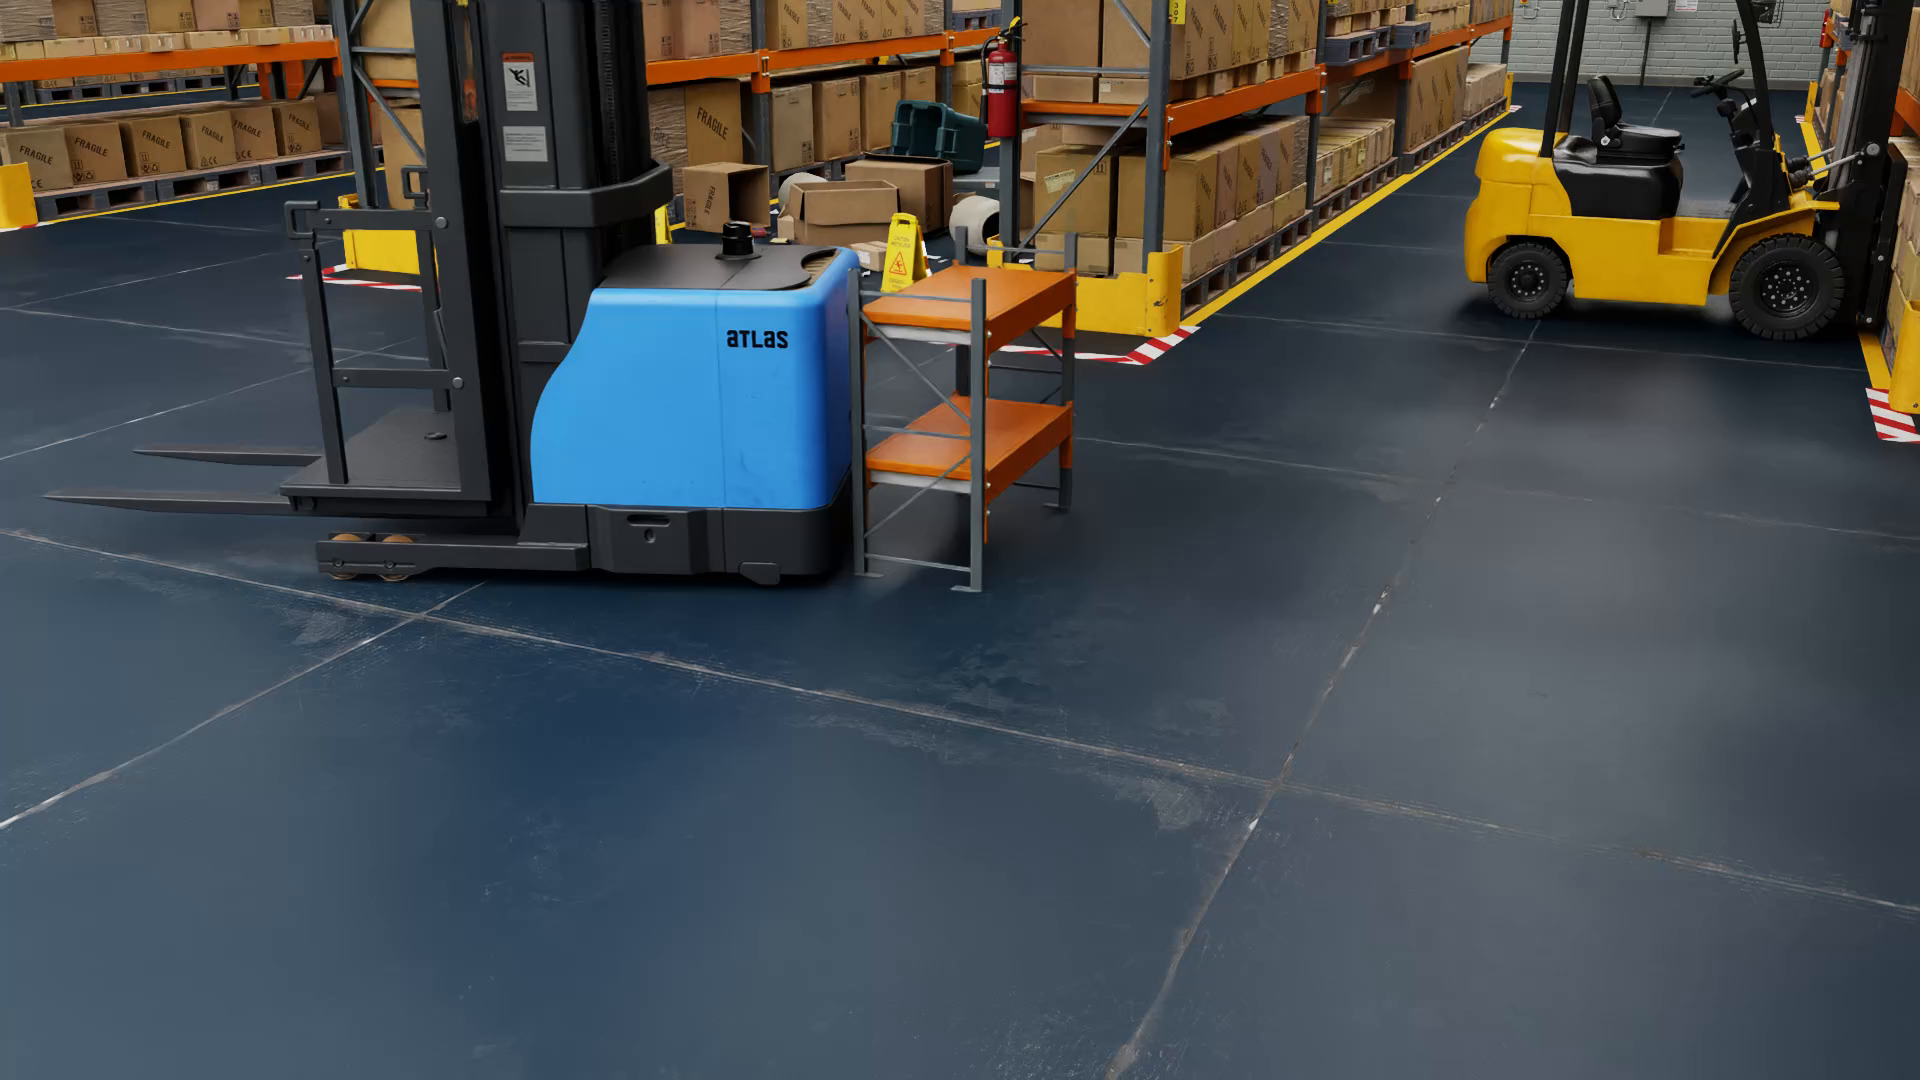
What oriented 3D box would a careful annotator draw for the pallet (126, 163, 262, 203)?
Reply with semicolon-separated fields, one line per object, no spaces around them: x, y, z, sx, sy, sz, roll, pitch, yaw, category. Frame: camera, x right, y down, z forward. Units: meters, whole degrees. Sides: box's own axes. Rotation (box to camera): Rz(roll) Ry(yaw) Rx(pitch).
-7.428;-3.397;15.706;1.003;0.211;1.213;9;21;23;pallet

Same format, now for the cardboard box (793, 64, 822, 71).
-2.699;-7.403;25.354;0.875;0.875;0.875;9;21;23;cardboard box

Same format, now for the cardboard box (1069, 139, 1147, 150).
1.017;-2.409;11.124;0.500;0.500;0.500;9;22;25;cardboard box

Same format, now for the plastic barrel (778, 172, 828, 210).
-1.268;-2.813;13.746;0.421;0.421;0.512;-9;22;-24;plastic barrel

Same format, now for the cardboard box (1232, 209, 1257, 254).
1.727;-2.147;11.507;0.500;0.250;0.500;10;22;26;cardboard box

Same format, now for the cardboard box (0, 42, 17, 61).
-7.991;-4.009;13.639;0.380;0.149;0.250;9;21;23;cardboard box

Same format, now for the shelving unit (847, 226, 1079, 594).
0.035;-0.533;6.288;0.538;1.125;1.048;7;21;20;shelving unit

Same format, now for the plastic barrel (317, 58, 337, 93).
-8.920;-6.756;23.963;0.600;0.588;0.708;9;21;23;plastic barrel

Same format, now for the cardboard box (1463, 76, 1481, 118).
5.985;-5.549;20.792;0.875;0.438;0.875;8;21;22;cardboard box

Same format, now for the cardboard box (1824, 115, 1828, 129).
10.120;-4.766;19.022;0.380;0.149;0.250;8;21;21;cardboard box

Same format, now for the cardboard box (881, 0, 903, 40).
-0.915;-5.374;16.954;0.500;0.500;0.500;8;21;22;cardboard box

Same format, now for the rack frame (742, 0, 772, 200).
-2.203;-4.584;14.881;1.000;3.000;0.127;9;21;23;rack frame

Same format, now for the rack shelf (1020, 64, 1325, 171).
1.535;-2.985;11.460;1.077;0.370;4.000;9;21;23;rack shelf

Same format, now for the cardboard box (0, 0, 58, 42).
-8.075;-4.424;13.839;0.875;0.500;0.500;9;21;23;cardboard box

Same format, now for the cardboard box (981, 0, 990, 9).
0.131;-6.242;19.293;0.380;0.149;0.250;10;22;25;cardboard box

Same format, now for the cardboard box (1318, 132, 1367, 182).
3.141;-3.489;15.098;0.950;0.372;0.625;9;22;24;cardboard box

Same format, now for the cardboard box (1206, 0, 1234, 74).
1.372;-3.165;10.300;0.500;0.500;0.500;9;22;24;cardboard box

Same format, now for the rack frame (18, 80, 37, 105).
-14.085;-7.878;24.145;1.000;3.000;0.127;9;21;23;rack frame

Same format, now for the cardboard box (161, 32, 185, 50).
-7.307;-4.548;15.157;0.380;0.149;0.250;9;21;23;cardboard box

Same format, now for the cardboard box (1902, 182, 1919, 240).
5.354;-1.747;8.888;0.500;0.250;0.500;9;21;24;cardboard box

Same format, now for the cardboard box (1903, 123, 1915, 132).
7.718;-2.962;13.238;0.875;0.625;0.625;8;21;20;cardboard box

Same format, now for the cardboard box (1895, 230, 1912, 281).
5.375;-1.514;8.981;0.500;0.250;0.500;8;21;22;cardboard box

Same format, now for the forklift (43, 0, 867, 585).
-1.922;-1.403;6.041;3.031;2.935;1.130;2;20;5;forklift

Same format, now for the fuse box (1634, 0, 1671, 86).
11.413;-8.391;27.509;0.539;1.711;0.414;9;21;23;fuse box

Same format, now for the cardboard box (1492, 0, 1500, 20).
6.692;-6.998;21.519;0.500;0.500;0.500;9;22;24;cardboard box

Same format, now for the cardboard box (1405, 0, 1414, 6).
4.060;-5.366;15.862;0.500;0.500;0.500;8;21;21;cardboard box

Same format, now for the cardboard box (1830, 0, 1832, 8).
11.366;-6.892;21.150;0.500;0.250;0.500;9;21;23;cardboard box

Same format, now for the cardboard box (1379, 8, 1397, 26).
3.756;-4.768;15.148;0.380;0.149;0.250;9;21;24;cardboard box

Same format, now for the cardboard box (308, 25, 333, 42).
-6.507;-5.071;16.626;0.380;0.149;0.250;9;21;23;cardboard box

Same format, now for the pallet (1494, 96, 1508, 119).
7.012;-6.035;23.123;1.003;0.211;1.213;9;21;23;pallet

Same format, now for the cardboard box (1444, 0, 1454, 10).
5.073;-5.906;18.077;0.500;0.250;0.500;9;21;24;cardboard box

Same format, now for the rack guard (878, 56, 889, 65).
-1.763;-7.793;27.636;1.175;0.500;0.348;9;21;23;rack guard

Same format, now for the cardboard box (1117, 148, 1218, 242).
1.308;-2.184;10.492;0.500;0.500;0.500;8;21;21;cardboard box

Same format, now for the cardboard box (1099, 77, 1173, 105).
1.044;-2.670;9.874;0.380;0.149;0.250;9;21;23;cardboard box

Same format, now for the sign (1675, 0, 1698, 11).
11.948;-8.949;27.296;0.329;0.494;0.001;9;21;23;sign

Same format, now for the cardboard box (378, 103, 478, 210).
-3.624;-2.774;12.337;0.875;0.875;0.875;9;21;23;cardboard box

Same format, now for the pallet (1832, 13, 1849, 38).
9.733;-5.381;17.410;1.003;0.211;1.213;9;21;23;pallet

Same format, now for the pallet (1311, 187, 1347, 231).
2.672;-2.860;14.195;1.003;0.211;1.213;9;21;23;pallet

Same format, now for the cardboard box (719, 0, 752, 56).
-2.343;-4.540;14.534;0.875;0.550;0.550;9;21;23;cardboard box

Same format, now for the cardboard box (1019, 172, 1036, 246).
0.674;-2.618;13.081;0.500;0.500;0.500;-9;22;-24;cardboard box

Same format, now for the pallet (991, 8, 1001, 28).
0.208;-6.327;20.069;1.003;0.211;1.213;9;21;23;pallet

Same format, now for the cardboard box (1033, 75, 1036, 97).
0.677;-2.831;10.327;0.380;0.149;0.250;8;21;22;cardboard box

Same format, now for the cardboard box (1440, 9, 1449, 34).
5.035;-5.673;18.168;0.500;0.250;0.500;9;21;23;cardboard box

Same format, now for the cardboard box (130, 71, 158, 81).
-13.010;-7.482;26.103;0.500;0.500;0.500;8;21;21;cardboard box

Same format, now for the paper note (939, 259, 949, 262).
-0.120;-2.054;12.230;0.032;0.001;0.123;9;21;23;paper note

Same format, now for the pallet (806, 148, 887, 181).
-1.458;-3.890;17.093;1.003;0.211;1.213;9;21;23;pallet

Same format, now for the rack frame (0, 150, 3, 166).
-8.325;-4.072;13.443;1.000;3.000;0.127;9;21;23;rack frame

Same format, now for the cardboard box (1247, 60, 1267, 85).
1.883;-3.208;11.388;0.380;0.149;0.250;9;21;23;cardboard box

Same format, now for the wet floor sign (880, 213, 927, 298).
-0.338;-1.692;10.264;0.267;0.644;0.232;18;26;41;wet floor sign

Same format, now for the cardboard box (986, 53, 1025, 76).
0.572;-5.822;20.346;0.500;0.250;0.500;8;21;20;cardboard box

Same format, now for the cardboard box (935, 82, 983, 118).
-0.043;-5.008;19.178;0.500;0.500;0.500;8;21;20;cardboard box
